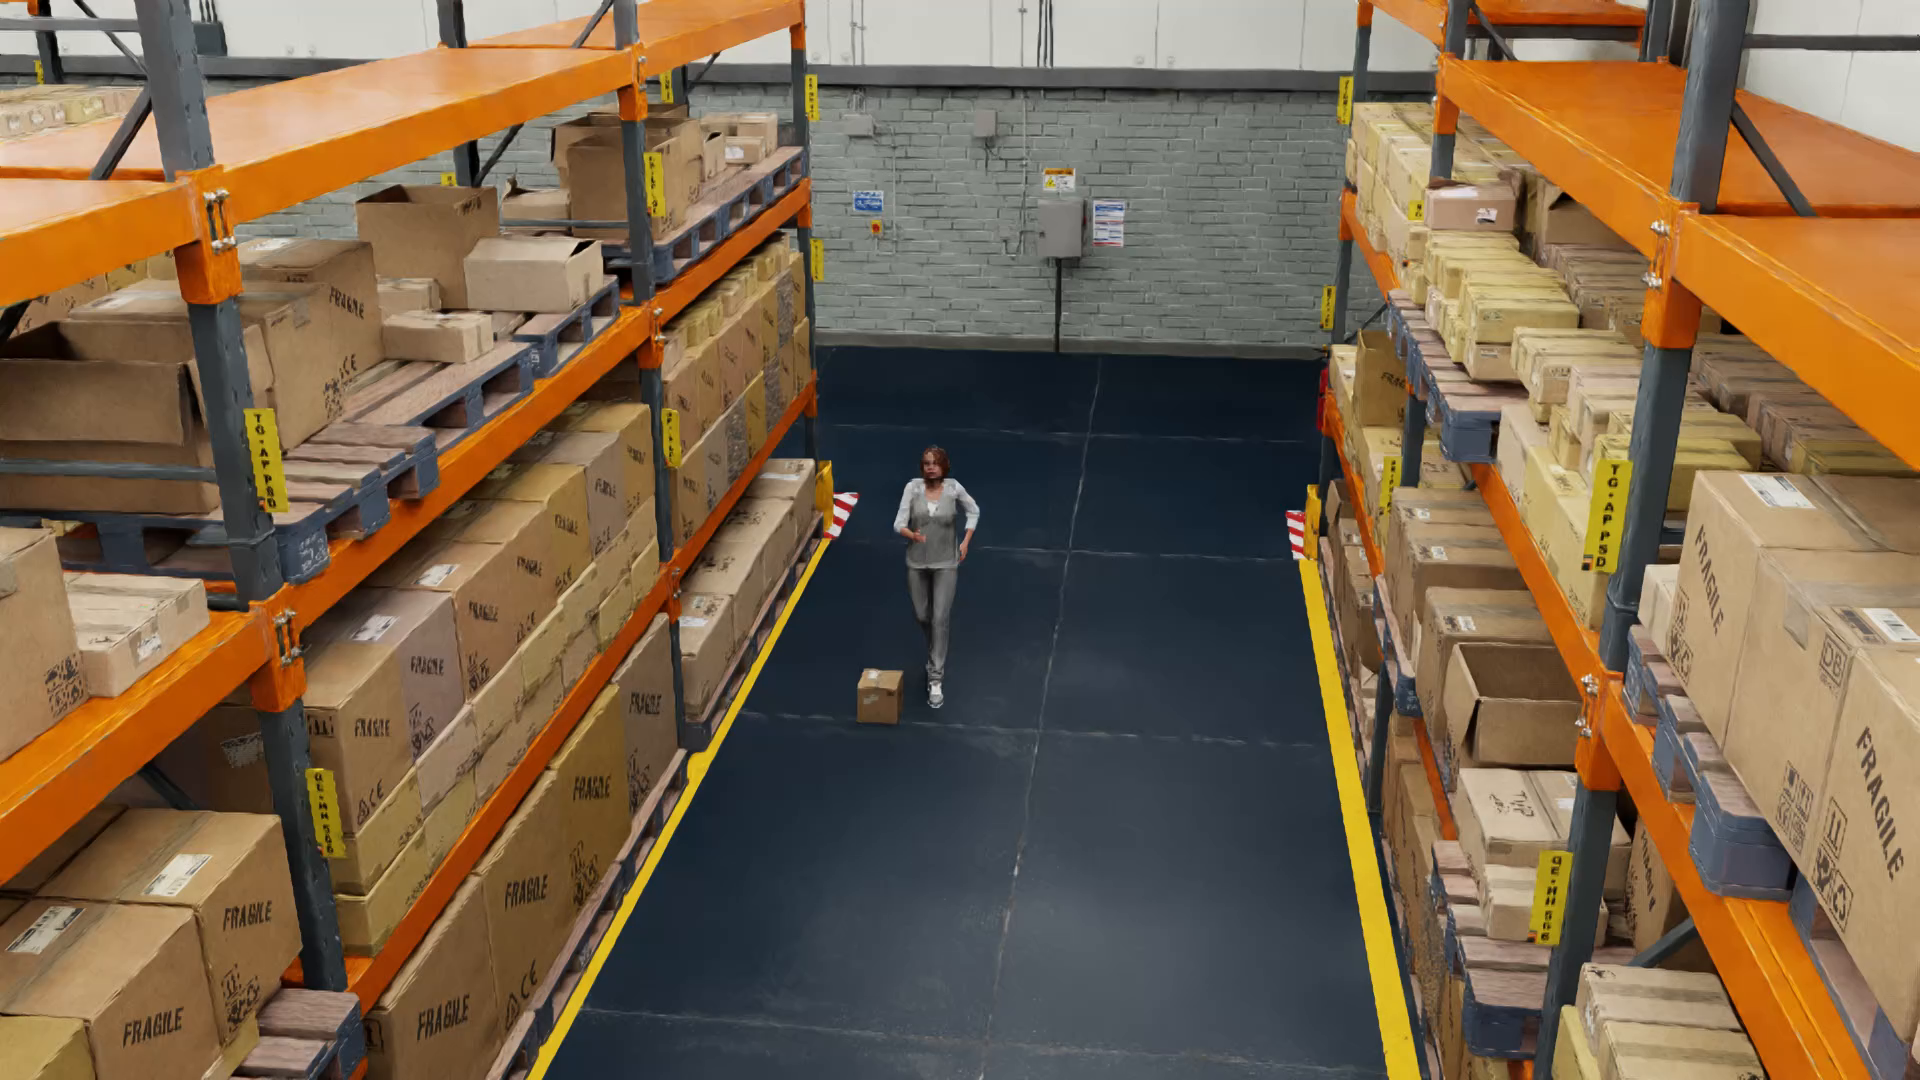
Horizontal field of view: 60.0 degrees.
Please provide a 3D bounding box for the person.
[{"bbox_3d":[-0.191,0.199,10.611,0.506,1.576,0.735,5,22,13],"label":"person"}]
